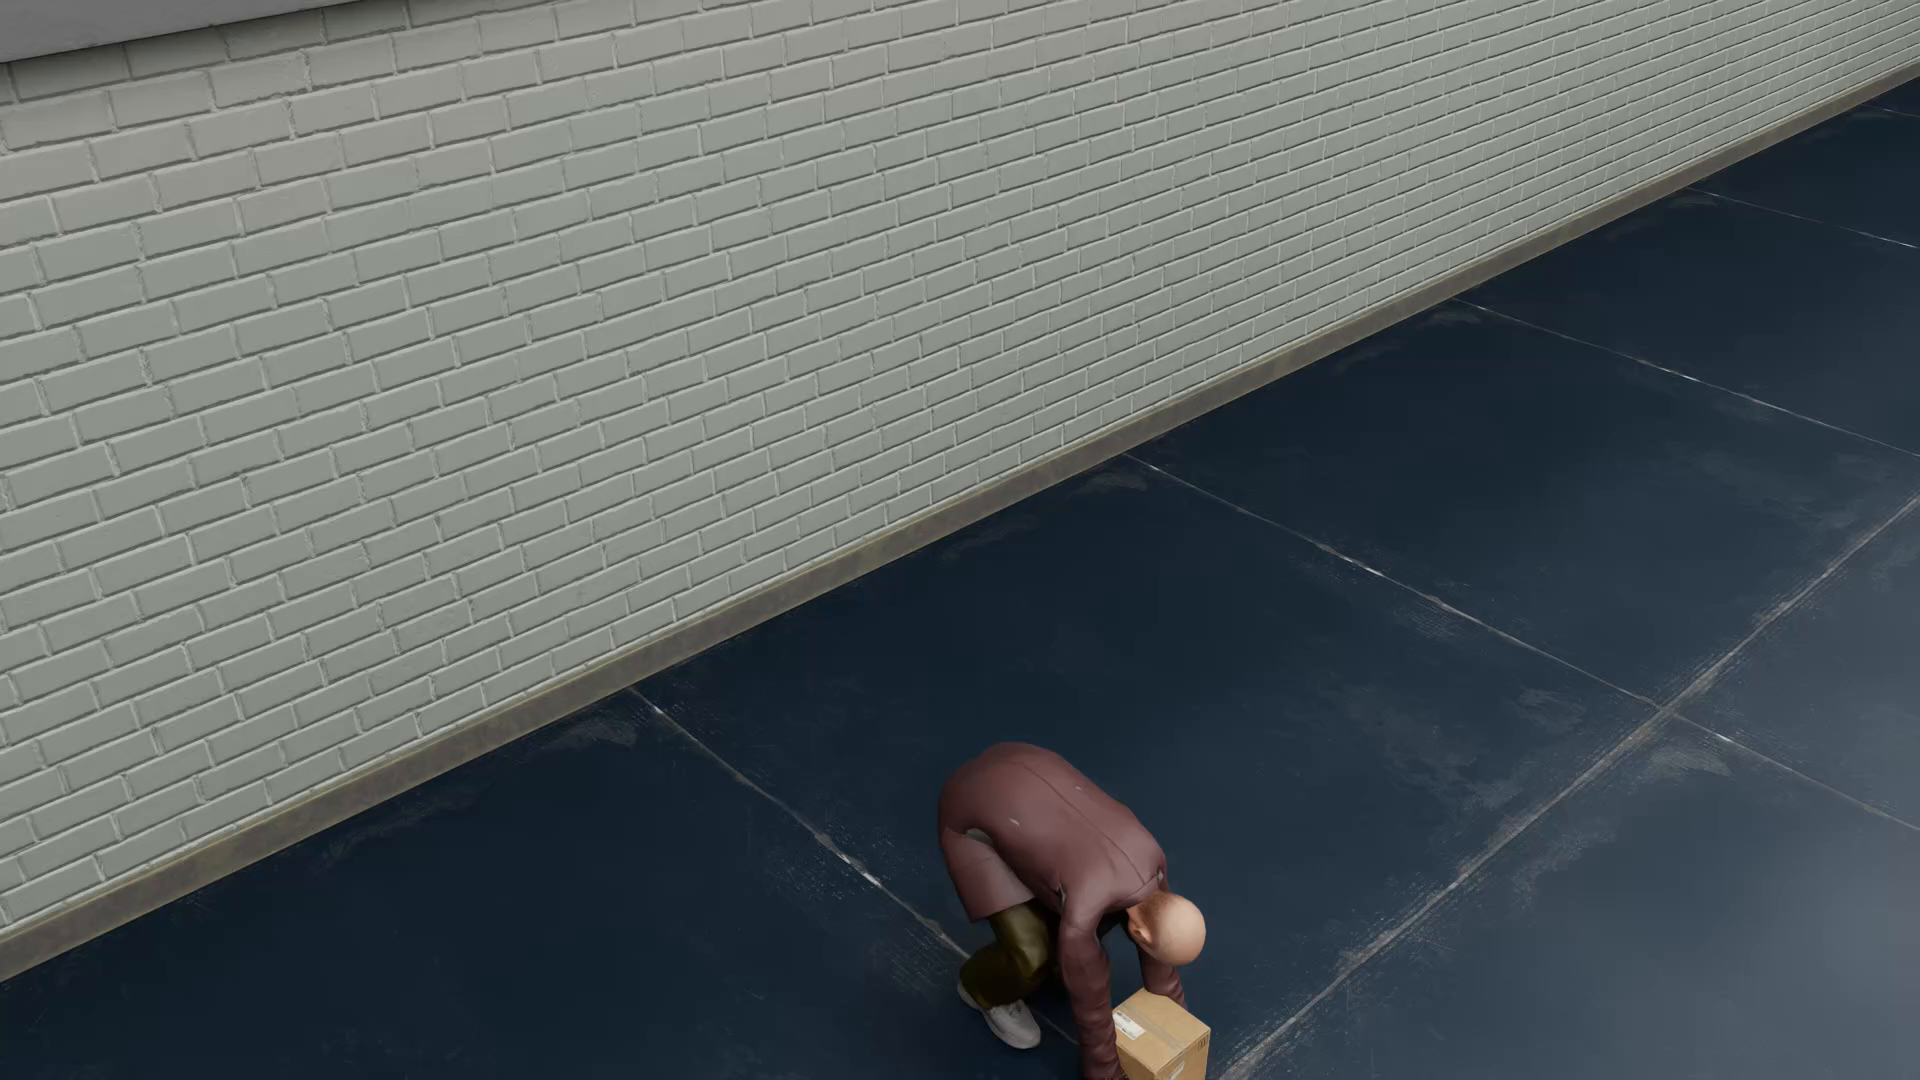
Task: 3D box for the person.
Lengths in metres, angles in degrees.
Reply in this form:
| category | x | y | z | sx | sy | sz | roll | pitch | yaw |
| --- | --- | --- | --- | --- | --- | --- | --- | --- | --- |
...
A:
| category | x | y | z | sx | sy | sz | roll | pitch | yaw |
| --- | --- | --- | --- | --- | --- | --- | --- | --- | --- |
| person | 0.364 | 1.094 | 5.002 | 0.951 | 1.101 | 0.575 | 27 | 41 | 37 |
